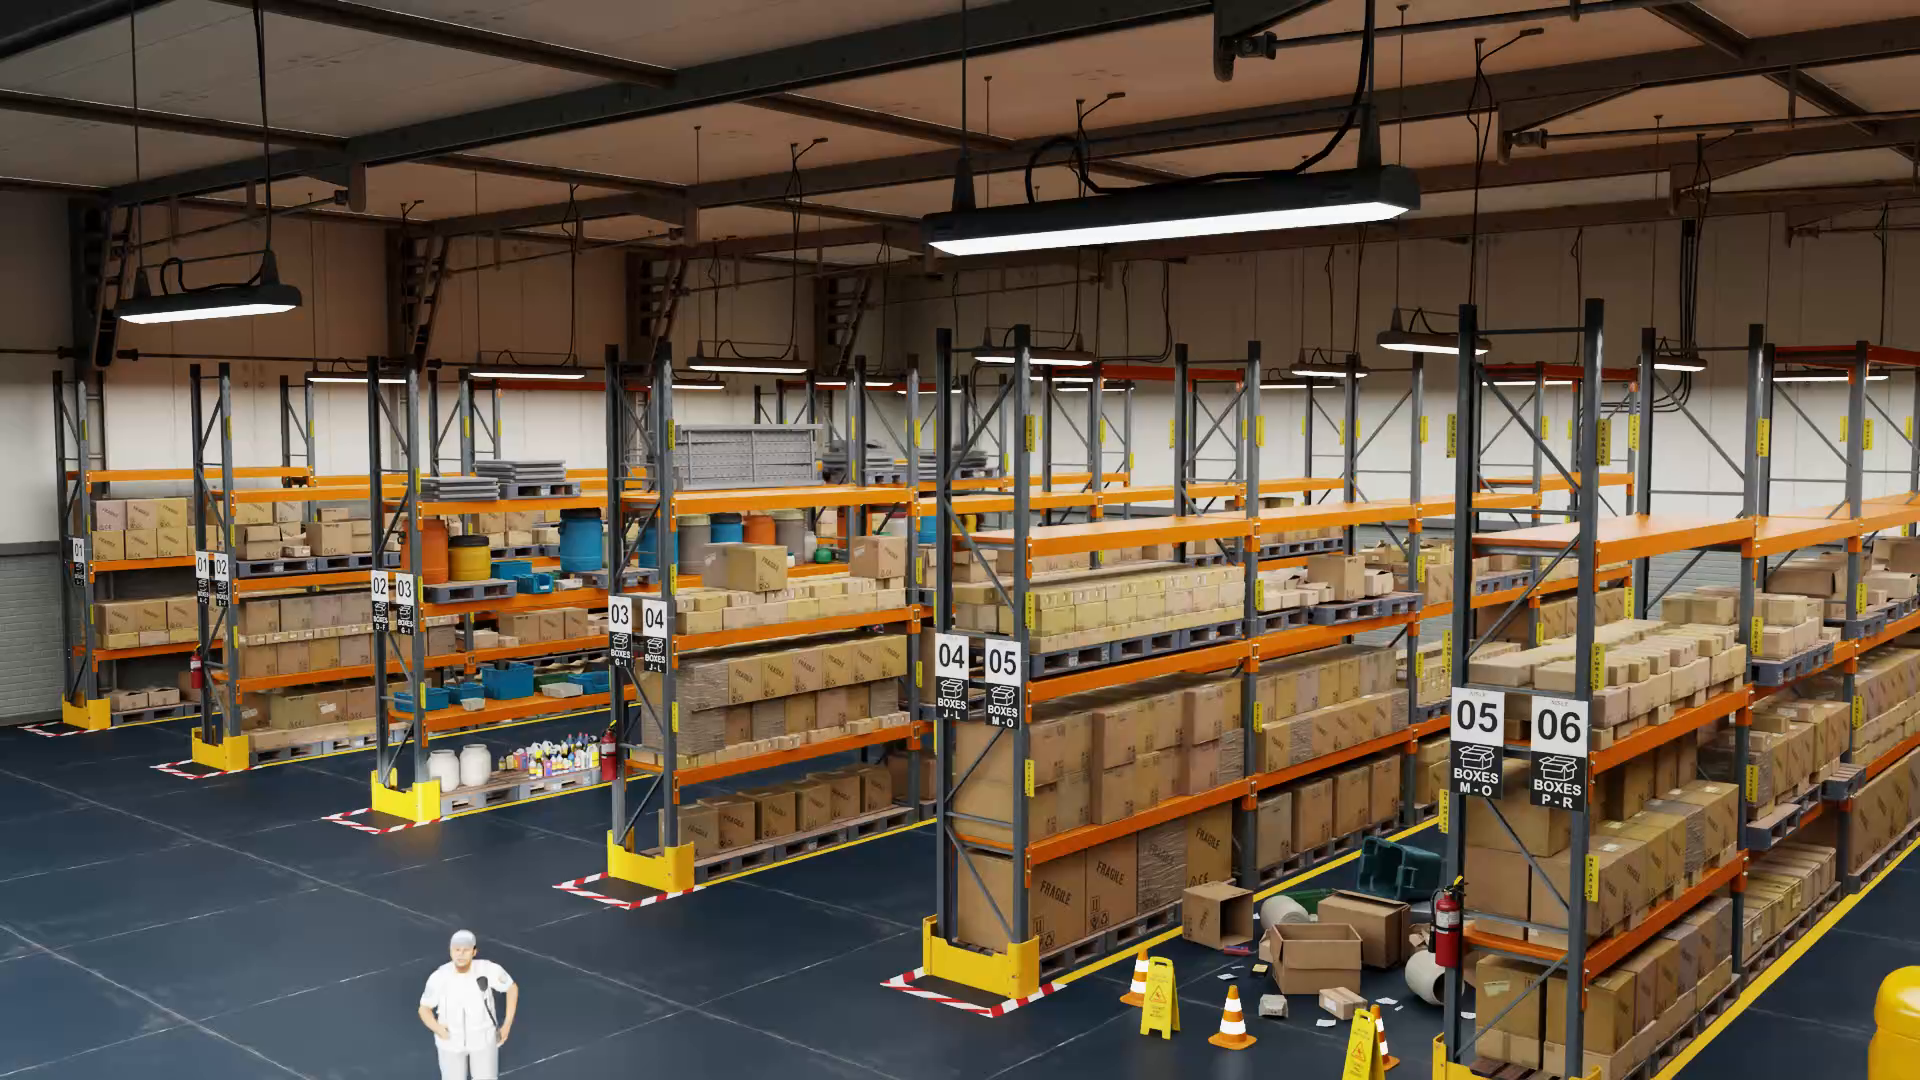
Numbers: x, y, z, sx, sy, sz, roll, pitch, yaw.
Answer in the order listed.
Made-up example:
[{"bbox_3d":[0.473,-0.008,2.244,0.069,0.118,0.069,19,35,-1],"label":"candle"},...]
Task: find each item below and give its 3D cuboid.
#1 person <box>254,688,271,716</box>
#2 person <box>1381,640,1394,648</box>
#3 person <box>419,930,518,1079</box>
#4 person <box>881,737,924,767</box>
[{"bbox_3d":[-11.334,2.306,27.023,0.688,1.788,0.891,2,5,26],"label":"person"},{"bbox_3d":[6.556,2.432,25.634,0.741,1.773,0.679,-3,5,-40],"label":"person"},{"bbox_3d":[-3.409,3.517,11.510,0.657,1.637,0.527,-1,4,-10],"label":"person"},{"bbox_3d":[-0.861,2.607,23.801,0.711,1.721,0.900,3,5,38],"label":"person"}]
